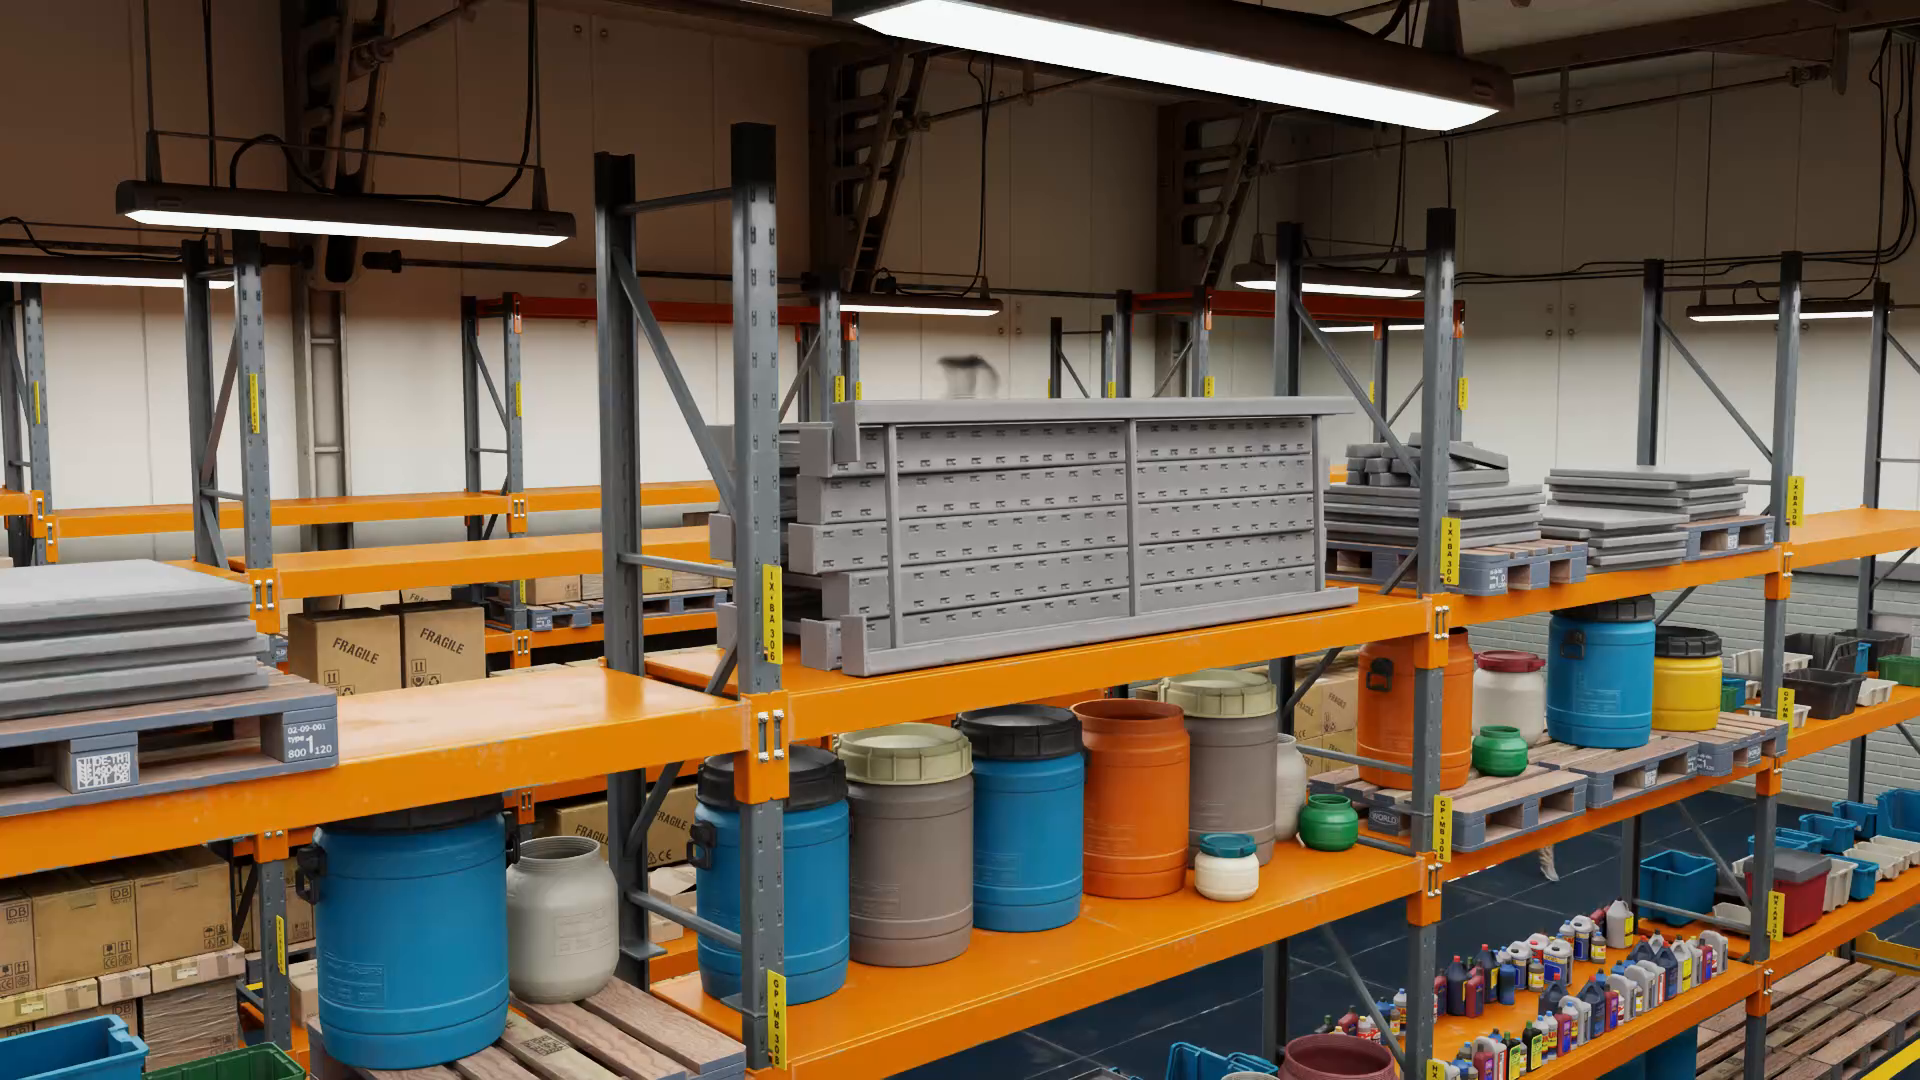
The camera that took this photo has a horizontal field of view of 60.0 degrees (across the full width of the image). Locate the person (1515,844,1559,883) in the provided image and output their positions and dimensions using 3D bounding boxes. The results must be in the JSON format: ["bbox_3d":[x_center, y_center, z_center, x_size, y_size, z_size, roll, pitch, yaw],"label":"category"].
[{"bbox_3d":[5.946,2.676,17.568,0.709,1.715,0.893,-1,5,-6],"label":"person"}]
